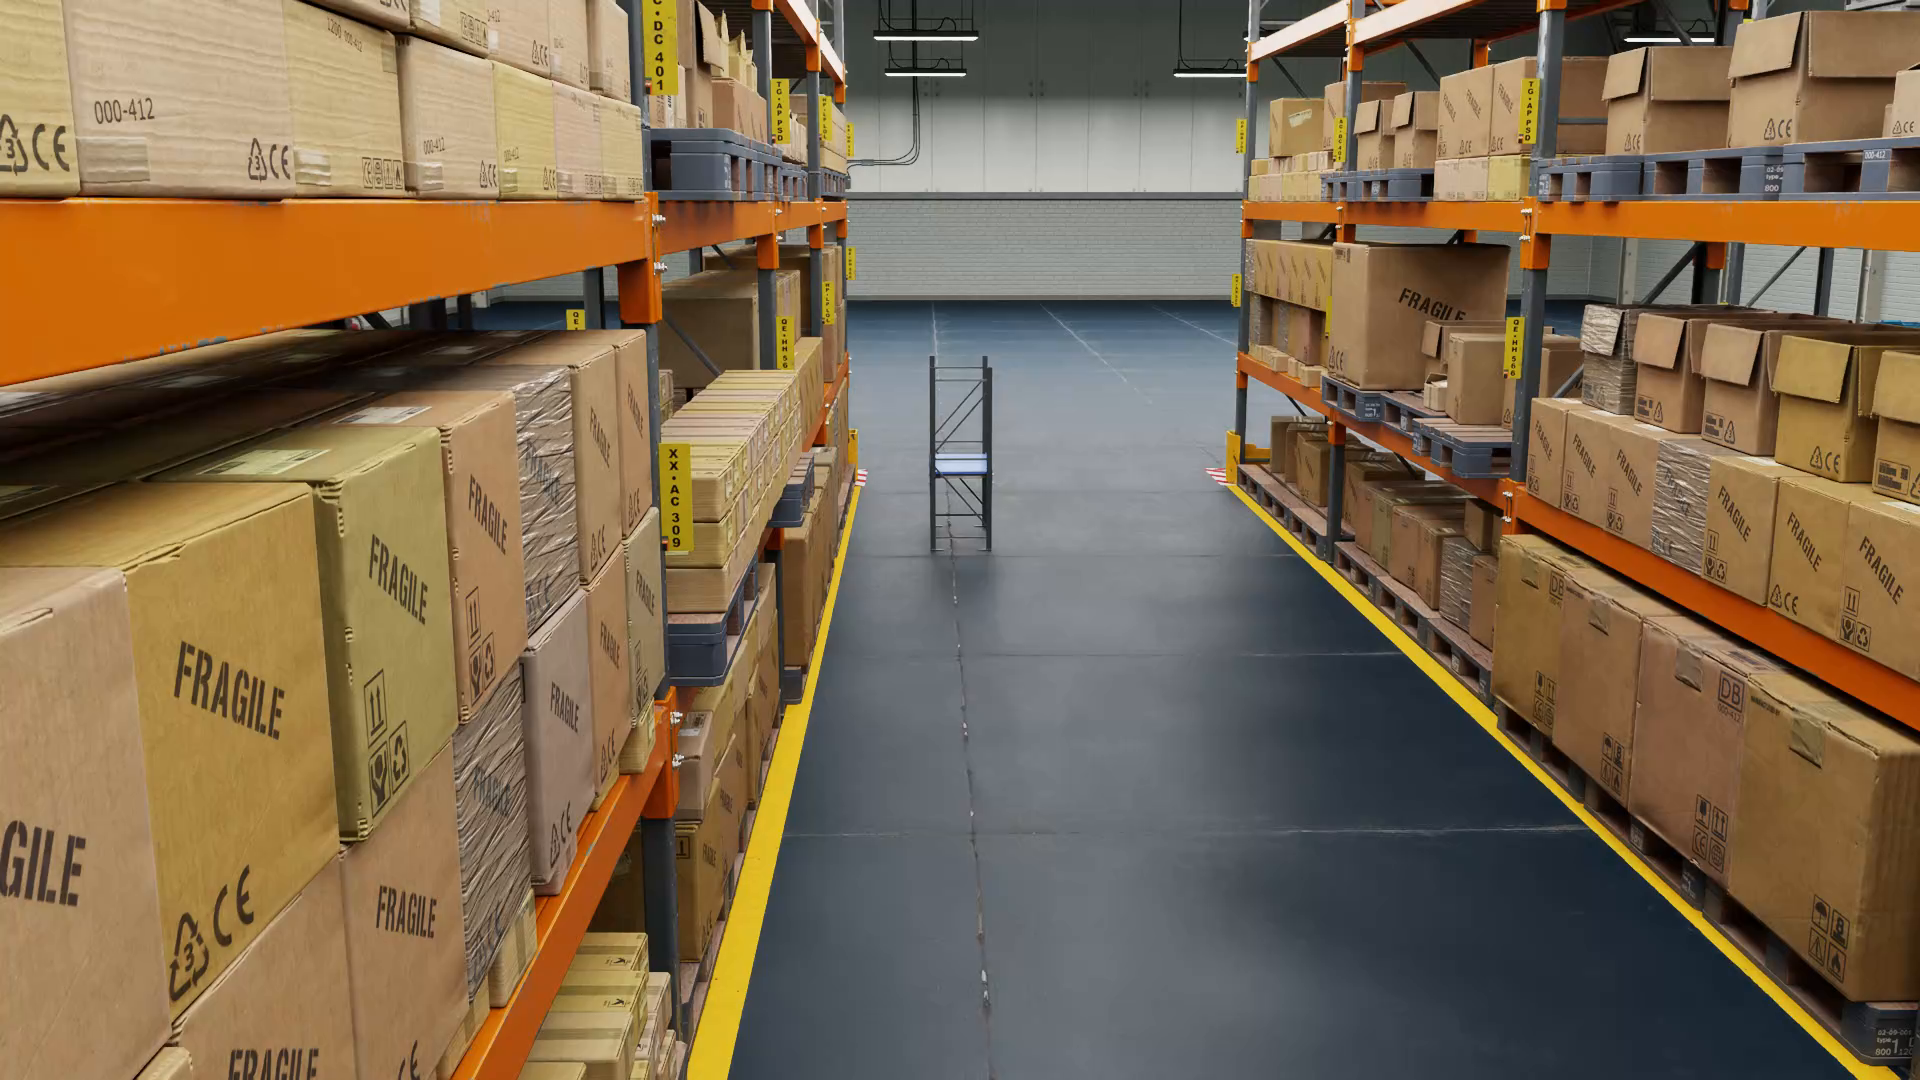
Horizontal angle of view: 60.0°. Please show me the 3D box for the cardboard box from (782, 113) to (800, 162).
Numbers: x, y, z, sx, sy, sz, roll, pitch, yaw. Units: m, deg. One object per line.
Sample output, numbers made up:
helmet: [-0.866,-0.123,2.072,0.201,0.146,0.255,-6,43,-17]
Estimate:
cardboard box: [-1.302,-2.623,10.816,0.500,0.311,0.500,-1,11,-3]

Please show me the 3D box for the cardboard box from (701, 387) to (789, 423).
cardboard box: [-0.990,-0.618,7.640,0.380,0.149,0.250,0,11,1]

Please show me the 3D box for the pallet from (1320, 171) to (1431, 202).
pallet: [3.309,-2.545,11.985,1.213,0.211,1.003,0,11,-1]

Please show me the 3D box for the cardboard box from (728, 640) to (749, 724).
cardboard box: [-1.164,0.597,6.915,0.500,0.250,0.500,0,11,1]

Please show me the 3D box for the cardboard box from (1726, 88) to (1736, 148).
cardboard box: [3.676,-1.927,7.162,0.500,0.500,0.500,0,11,2]

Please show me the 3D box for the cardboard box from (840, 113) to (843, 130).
cardboard box: [-1.279,-3.859,15.313,0.380,0.149,0.250,0,11,0]

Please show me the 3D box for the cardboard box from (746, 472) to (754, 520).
cardboard box: [-0.960,-0.162,6.142,0.380,0.149,0.250,-1,11,-4]

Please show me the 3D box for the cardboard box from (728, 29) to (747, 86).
cardboard box: [-1.182,-2.207,7.674,0.396,0.266,0.258,0,11,-1]

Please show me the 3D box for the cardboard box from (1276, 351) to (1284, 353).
cardboard box: [3.120,-1.656,15.307,0.380,0.149,0.250,0,11,-1]

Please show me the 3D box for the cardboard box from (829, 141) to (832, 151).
cardboard box: [-1.300,-3.285,13.485,0.500,0.250,0.500,0,11,-2]

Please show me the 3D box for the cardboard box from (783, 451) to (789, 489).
cardboard box: [-0.995,-0.331,7.721,0.380,0.149,0.250,0,11,-2]

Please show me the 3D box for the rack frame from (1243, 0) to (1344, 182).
rack frame: [3.320,-5.025,16.195,1.000,3.000,0.127,0,11,-1]

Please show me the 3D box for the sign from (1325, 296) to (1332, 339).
sign: [2.860,-1.710,12.767,0.100,0.325,0.005,0,11,-1]

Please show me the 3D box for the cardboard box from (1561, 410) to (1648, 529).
cardboard box: [3.236,-0.343,7.956,0.500,0.500,0.500,-1,11,-3]

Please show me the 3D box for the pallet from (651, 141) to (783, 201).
pallet: [-1.324,-1.406,6.375,1.213,0.211,1.003,0,11,-1]

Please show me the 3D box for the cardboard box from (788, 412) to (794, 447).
cardboard box: [-0.995,-0.521,7.911,0.380,0.149,0.250,0,11,0]

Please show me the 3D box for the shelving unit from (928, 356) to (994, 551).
shelving unit: [-0.002,-0.752,13.994,0.538,1.500,1.048,0,11,-1]

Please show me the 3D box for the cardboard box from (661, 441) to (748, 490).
cardboard box: [-0.956,-0.260,5.875,0.380,0.149,0.250,0,11,-1]

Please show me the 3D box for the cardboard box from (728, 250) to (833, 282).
cardboard box: [-1.533,-2.182,14.179,0.875,0.550,0.550,0,11,-1]

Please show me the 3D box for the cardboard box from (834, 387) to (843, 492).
cardboard box: [-1.541,-0.940,15.434,0.875,0.875,0.875,0,11,-2]

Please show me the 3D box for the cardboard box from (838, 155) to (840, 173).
cardboard box: [-1.270,-3.369,14.901,0.380,0.149,0.250,0,11,-1]

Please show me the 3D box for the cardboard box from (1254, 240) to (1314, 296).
cardboard box: [3.062,-2.560,15.618,0.500,0.500,0.500,0,11,-1]

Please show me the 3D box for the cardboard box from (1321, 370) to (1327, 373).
cardboard box: [3.164,-1.308,13.593,0.380,0.149,0.250,0,11,-1]

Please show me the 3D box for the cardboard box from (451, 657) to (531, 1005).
cardboard box: [-1.094,0.506,3.022,0.500,0.500,0.500,-1,11,-3]

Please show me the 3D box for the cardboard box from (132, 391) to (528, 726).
cardboard box: [-1.074,0.016,2.922,0.500,0.500,0.500,-1,11,-3]

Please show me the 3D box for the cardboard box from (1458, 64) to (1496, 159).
cardboard box: [3.204,-2.454,9.559,0.500,0.500,0.500,0,11,-1]

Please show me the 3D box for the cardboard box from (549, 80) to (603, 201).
cardboard box: [-1.114,-0.900,3.784,0.500,0.250,0.500,0,11,-1]

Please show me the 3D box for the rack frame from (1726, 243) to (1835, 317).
rack frame: [8.272,-2.105,16.891,1.000,3.000,0.127,0,11,-1]

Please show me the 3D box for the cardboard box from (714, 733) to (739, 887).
cardboard box: [-1.156,1.067,6.486,0.500,0.500,0.500,0,11,1]

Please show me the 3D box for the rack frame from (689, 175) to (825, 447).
rack frame: [-1.558,-1.289,12.870,1.000,3.000,0.127,0,11,-1]

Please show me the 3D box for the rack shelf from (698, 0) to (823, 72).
rack shelf: [-1.517,-3.283,10.426,1.077,0.370,4.000,0,11,-1]

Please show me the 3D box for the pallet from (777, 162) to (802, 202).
pallet: [-1.542,-2.000,9.301,1.213,0.211,1.003,0,11,1]

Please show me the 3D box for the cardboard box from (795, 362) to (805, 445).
cardboard box: [-1.238,-0.835,10.379,0.500,0.500,0.500,0,11,-1]

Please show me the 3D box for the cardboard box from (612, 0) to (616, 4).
cardboard box: [-1.113,-1.475,4.358,0.380,0.149,0.250,-1,11,-4]

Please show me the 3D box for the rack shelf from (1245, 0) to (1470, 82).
rack shelf: [3.361,-4.273,14.307,1.077,0.370,4.000,0,11,-1]

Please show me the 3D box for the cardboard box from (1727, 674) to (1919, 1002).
cardboard box: [3.535,1.009,5.829,1.225,0.875,0.875,0,11,-1]

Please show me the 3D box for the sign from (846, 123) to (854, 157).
sign: [-1.098,-3.949,16.409,0.100,0.325,0.005,0,11,-1]

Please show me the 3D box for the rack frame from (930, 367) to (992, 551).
rack frame: [0.009,-0.651,13.495,0.500,1.500,0.032,0,11,-1]

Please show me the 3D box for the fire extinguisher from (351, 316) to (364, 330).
fire extinguisher: [-6.130,-2.031,16.720,0.296,0.674,0.183,0,11,-1]

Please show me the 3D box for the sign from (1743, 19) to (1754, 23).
sign: [7.722,-4.941,16.309,0.100,0.325,0.005,0,11,-1]

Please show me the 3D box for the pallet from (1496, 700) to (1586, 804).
pallet: [3.426,1.029,8.456,1.003,0.211,1.213,0,11,-1]

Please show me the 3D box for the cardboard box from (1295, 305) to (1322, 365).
cardboard box: [3.369,-1.773,14.253,0.875,0.500,0.500,0,11,-1]

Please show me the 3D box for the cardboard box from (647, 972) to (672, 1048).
cardboard box: [-1.069,1.408,4.942,0.380,0.149,0.250,0,11,0]

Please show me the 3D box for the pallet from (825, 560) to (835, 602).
pallet: [-1.467,0.230,12.393,1.003,0.211,1.213,0,11,-1]

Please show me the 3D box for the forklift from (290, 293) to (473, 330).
forklift: [-3.613,-0.817,10.715,1.130,2.935,3.031,-1,11,-4]

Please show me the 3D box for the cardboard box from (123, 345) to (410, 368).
cardboard box: [-1.601,-0.190,3.938,0.500,0.500,0.500,-1,11,-3]

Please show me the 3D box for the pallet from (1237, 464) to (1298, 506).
pallet: [3.303,-0.541,16.197,1.003,0.211,1.213,0,11,-1]

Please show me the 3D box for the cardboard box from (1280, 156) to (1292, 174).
cardboard box: [3.087,-3.362,14.919,0.380,0.149,0.250,-1,11,-4]

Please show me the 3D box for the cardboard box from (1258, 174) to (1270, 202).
cardboard box: [3.088,-3.282,15.525,0.500,0.250,0.500,0,11,-2]

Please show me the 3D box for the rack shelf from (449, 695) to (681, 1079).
rack shelf: [-1.352,1.051,3.144,1.077,0.370,4.000,0,11,-1]

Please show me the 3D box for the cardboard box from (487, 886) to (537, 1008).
cardboard box: [-1.049,0.790,3.251,0.380,0.149,0.250,0,11,0]

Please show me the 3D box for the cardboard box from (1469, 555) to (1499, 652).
cardboard box: [3.451,0.382,9.813,0.700,0.500,0.500,-1,11,-4]

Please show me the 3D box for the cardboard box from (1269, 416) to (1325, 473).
cardboard box: [3.316,-0.941,16.386,0.500,0.500,0.500,2,12,9]

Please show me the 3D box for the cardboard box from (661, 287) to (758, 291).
cardboard box: [-1.487,-1.223,9.777,0.700,0.500,0.500,0,11,-2]

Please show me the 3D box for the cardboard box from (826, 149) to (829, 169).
cardboard box: [-1.233,-3.016,13.163,0.380,0.149,0.250,0,11,-1]

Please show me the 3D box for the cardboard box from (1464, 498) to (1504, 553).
cardboard box: [3.420,-0.091,10.258,0.500,0.250,0.500,1,12,5]

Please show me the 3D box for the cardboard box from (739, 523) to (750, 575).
cardboard box: [-0.954,0.033,5.927,0.380,0.149,0.250,0,11,-1]
